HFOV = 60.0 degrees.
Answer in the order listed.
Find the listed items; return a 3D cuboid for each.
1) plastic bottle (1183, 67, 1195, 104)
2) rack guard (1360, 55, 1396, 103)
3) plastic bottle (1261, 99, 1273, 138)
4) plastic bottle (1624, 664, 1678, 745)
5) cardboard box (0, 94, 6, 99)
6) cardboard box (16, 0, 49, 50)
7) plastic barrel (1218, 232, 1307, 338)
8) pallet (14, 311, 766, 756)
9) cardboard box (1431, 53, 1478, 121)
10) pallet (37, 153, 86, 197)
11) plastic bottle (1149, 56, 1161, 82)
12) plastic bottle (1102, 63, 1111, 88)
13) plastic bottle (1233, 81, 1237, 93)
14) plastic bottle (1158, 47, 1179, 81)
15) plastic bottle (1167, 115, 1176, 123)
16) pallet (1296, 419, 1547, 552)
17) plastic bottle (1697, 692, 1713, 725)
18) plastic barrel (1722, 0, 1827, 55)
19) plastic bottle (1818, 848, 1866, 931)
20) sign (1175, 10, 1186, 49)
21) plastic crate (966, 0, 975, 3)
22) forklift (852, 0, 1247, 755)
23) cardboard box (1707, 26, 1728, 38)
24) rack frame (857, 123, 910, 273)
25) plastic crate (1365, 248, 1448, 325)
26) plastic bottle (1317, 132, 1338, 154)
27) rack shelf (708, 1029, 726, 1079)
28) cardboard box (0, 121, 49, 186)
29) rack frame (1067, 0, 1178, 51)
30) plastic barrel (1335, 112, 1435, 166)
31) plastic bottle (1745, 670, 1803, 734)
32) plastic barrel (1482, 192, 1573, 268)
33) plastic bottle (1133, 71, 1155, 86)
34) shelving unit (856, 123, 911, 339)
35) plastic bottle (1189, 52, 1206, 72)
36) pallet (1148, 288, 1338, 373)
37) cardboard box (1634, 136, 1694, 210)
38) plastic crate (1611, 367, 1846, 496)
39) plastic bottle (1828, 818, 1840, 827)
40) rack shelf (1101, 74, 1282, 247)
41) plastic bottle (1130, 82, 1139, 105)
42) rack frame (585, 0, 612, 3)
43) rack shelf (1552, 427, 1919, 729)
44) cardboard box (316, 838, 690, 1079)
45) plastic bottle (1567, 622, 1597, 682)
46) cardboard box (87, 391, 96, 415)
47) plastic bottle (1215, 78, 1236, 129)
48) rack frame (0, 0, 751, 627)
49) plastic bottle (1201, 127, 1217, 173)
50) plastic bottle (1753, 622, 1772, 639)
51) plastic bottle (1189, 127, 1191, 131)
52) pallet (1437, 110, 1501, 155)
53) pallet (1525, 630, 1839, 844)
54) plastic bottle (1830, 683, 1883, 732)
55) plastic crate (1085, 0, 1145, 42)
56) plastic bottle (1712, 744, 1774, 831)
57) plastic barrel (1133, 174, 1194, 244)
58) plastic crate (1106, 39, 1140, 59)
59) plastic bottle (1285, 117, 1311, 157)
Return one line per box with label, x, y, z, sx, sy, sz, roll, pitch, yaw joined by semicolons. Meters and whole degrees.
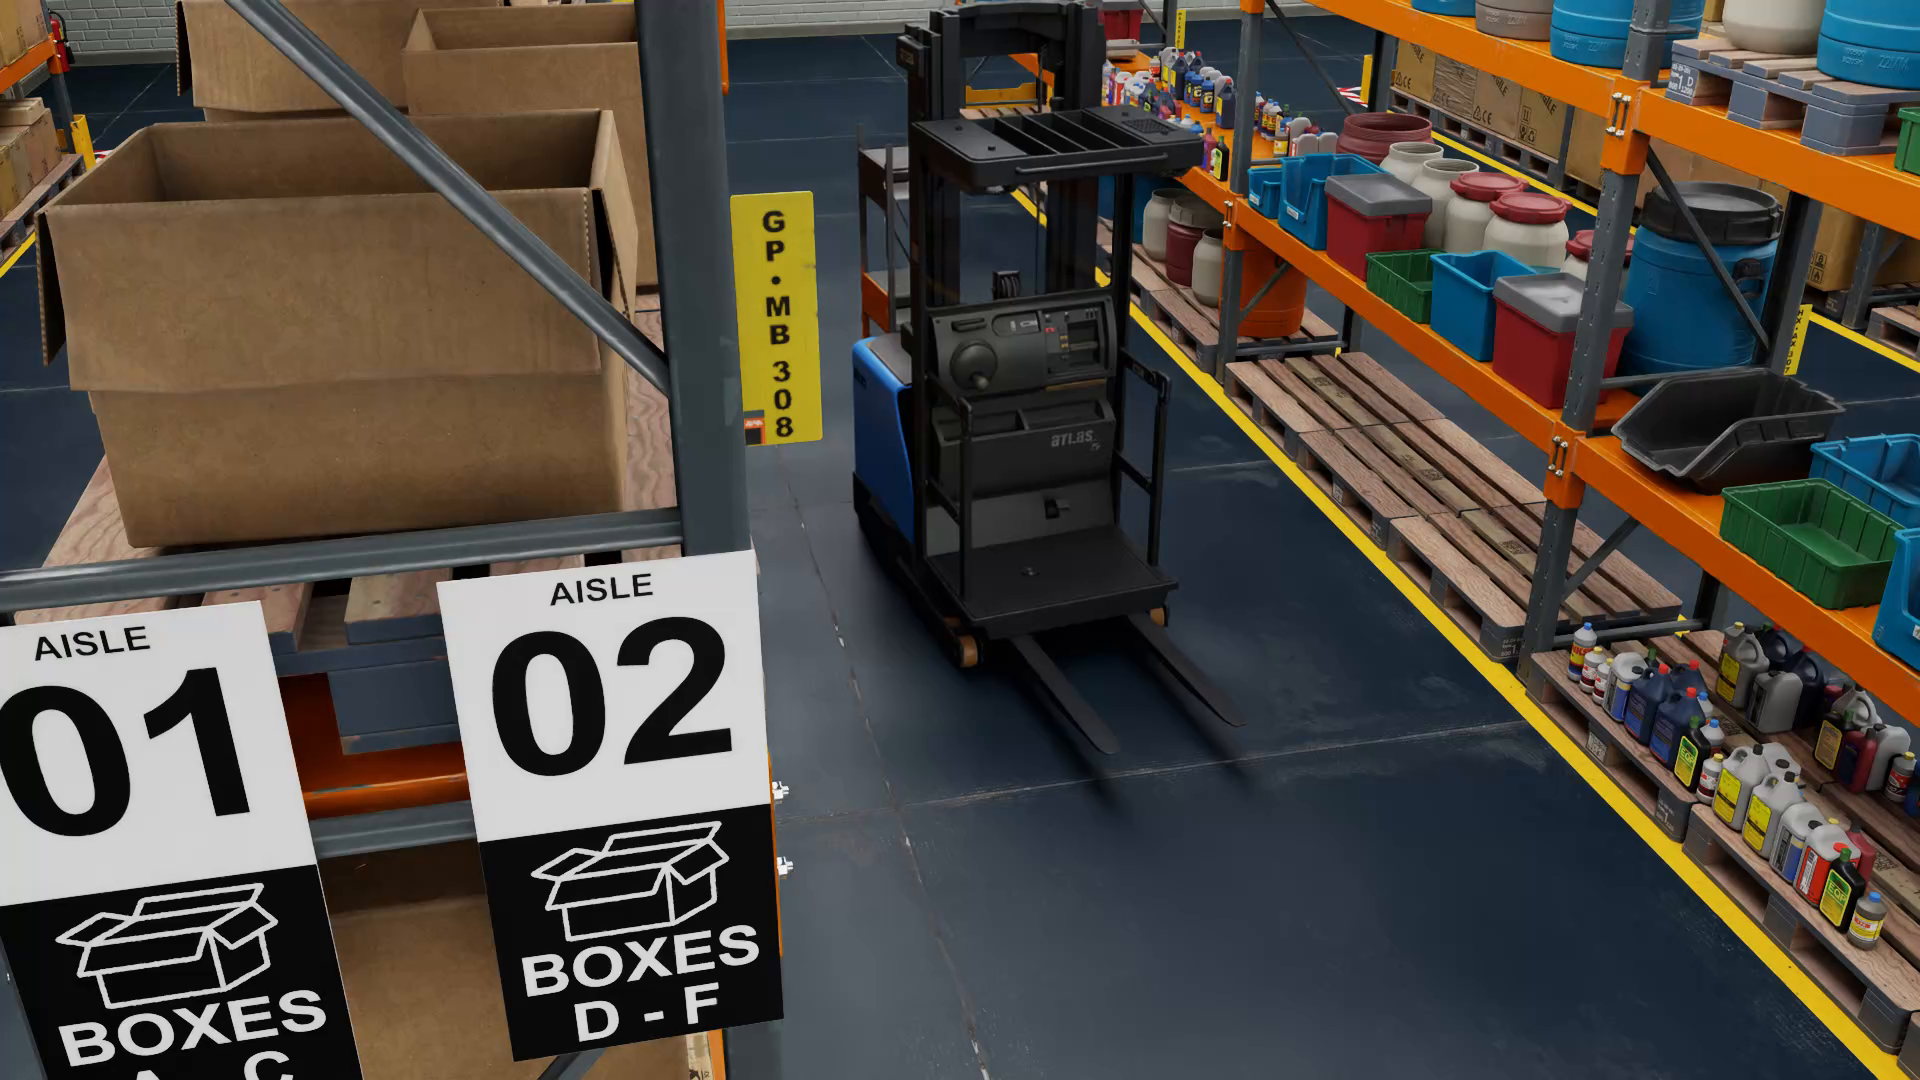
plastic bottle;1.836;-3.622;13.239;0.097;0.271;0.097;0;27;0
rack guard;5.272;-5.375;19.345;1.175;0.500;0.348;-6;27;-12
plastic bottle;2.265;-3.091;12.187;0.097;0.271;0.097;0;27;0
plastic bottle;2.934;0.673;7.040;0.144;0.351;0.185;-5;27;-10
cardboard box;-9.168;-4.070;15.574;0.380;0.149;0.250;-6;27;-11
cardboard box;-9.075;-4.883;15.262;0.980;0.700;0.700;-5;27;-9
plastic barrel;2.128;-1.897;11.623;0.600;0.830;0.708;-6;27;-12
pallet;-0.903;-0.065;2.819;1.003;0.211;1.213;-6;27;-12
cardboard box;5.705;-5.047;17.813;0.875;0.875;0.875;-6;27;-12
pallet;-8.944;-3.384;15.720;1.003;0.211;1.213;-6;27;-12
plastic bottle;1.640;-3.972;14.011;0.097;0.201;0.097;0;27;0
plastic bottle;1.169;-3.708;13.411;0.097;0.271;0.097;0;27;0
plastic bottle;2.128;-3.346;12.605;0.144;0.351;0.185;-6;27;-12
plastic bottle;1.757;-4.026;14.036;0.152;0.276;0.135;-6;27;-12
plastic bottle;1.534;-2.964;12.015;0.097;0.201;0.097;0;27;0
pallet;2.663;-0.342;9.694;1.003;0.211;1.213;-6;27;-12
plastic bottle;3.084;0.760;6.956;0.097;0.271;0.097;0;27;0
plastic barrel;3.062;-2.077;6.118;0.421;0.512;0.421;0;27;0
plastic bottle;3.173;1.251;5.968;0.061;0.283;0.133;-5;27;-10
sign;1.890;-4.400;14.332;0.100;0.325;0.005;-6;27;-12
plastic crate;0.179;-5.596;17.234;0.250;0.136;0.298;-6;27;-12
forklift;0.393;-0.900;7.781;1.130;2.935;3.031;-10;28;-18
cardboard box;6.387;-3.875;13.488;0.500;0.500;0.500;-5;27;-11
rack frame;-0.373;-1.371;9.635;0.400;2.100;0.015;-10;28;-18
plastic crate;2.489;-1.351;8.833;0.450;0.188;0.662;-6;27;-12
plastic bottle;2.472;-2.633;11.276;0.152;0.276;0.135;-6;27;-12
rack shelf;-1.220;0.991;4.757;1.077;0.370;4.000;-6;27;-12
cardboard box;-8.832;-3.527;15.216;0.700;0.500;0.500;-6;27;-12
rack frame;1.354;-4.222;14.285;1.000;3.000;0.127;-6;27;-12
plastic barrel;2.655;-2.354;10.433;0.600;0.536;0.708;-6;27;-12
plastic bottle;3.487;0.674;7.121;0.152;0.276;0.135;-6;27;-12
plastic barrel;2.989;-1.535;8.811;0.433;0.535;0.433;0;27;0
plastic bottle;1.444;-3.533;13.059;0.152;0.276;0.135;-6;27;-12
shelving unit;-0.287;-1.268;9.432;0.431;2.100;0.503;-10;28;-18
plastic bottle;1.921;-3.748;13.402;0.144;0.351;0.185;-6;27;-12
pallet;2.037;-1.563;12.112;1.003;0.211;1.213;-6;27;-12
cardboard box;6.545;-3.293;14.336;1.225;0.875;0.875;-7;28;-13
plastic crate;3.151;-0.439;6.860;0.767;0.338;0.504;-6;27;-12
plastic bottle;3.273;1.142;6.276;0.097;0.201;0.097;0;27;0
rack shelf;1.804;-3.023;12.708;1.077;0.370;4.000;-6;27;-12
plastic bottle;1.347;-3.360;12.722;0.097;0.271;0.097;0;27;0
rack frame;-1.670;-2.887;4.982;1.000;3.000;0.127;-6;27;-12
rack shelf;3.607;0.489;5.750;1.077;0.370;4.000;-6;27;-12
cardboard box;-0.874;0.694;2.995;0.700;0.500;0.500;-6;27;-11
plastic bottle;2.801;0.496;7.478;0.097;0.271;0.097;0;27;0
cardboard box;-1.285;-0.453;3.035;0.500;0.250;0.500;-6;27;-12
plastic bottle;2.010;-3.271;12.457;0.144;0.351;0.185;-6;27;-12
rack frame;-0.769;-1.131;1.503;1.000;3.000;0.127;-6;27;-12
plastic bottle;1.696;-2.649;11.299;0.061;0.283;0.133;-6;27;-12
plastic bottle;3.586;0.484;7.488;0.061;0.283;0.133;-5;27;-9
plastic bottle;1.622;-2.793;11.676;0.097;0.201;0.097;0;27;0
pallet;5.806;-4.358;17.651;1.003;0.211;1.213;-6;27;-12
pallet;3.267;0.834;7.363;1.003;0.211;1.213;-6;27;-12
plastic bottle;3.698;0.756;6.875;0.144;0.351;0.185;-6;27;-12
plastic crate;1.397;-4.695;15.085;0.402;0.464;0.583;-6;27;-12
plastic bottle;3.072;0.942;6.506;0.144;0.351;0.185;-6;27;-12
plastic barrel;1.619;-2.921;13.571;0.600;0.901;0.708;-6;27;-12
plastic crate;1.388;-4.350;14.765;0.396;0.136;0.243;-6;27;-12
plastic bottle;2.368;-2.836;11.678;0.152;0.276;0.135;-6;27;-12
